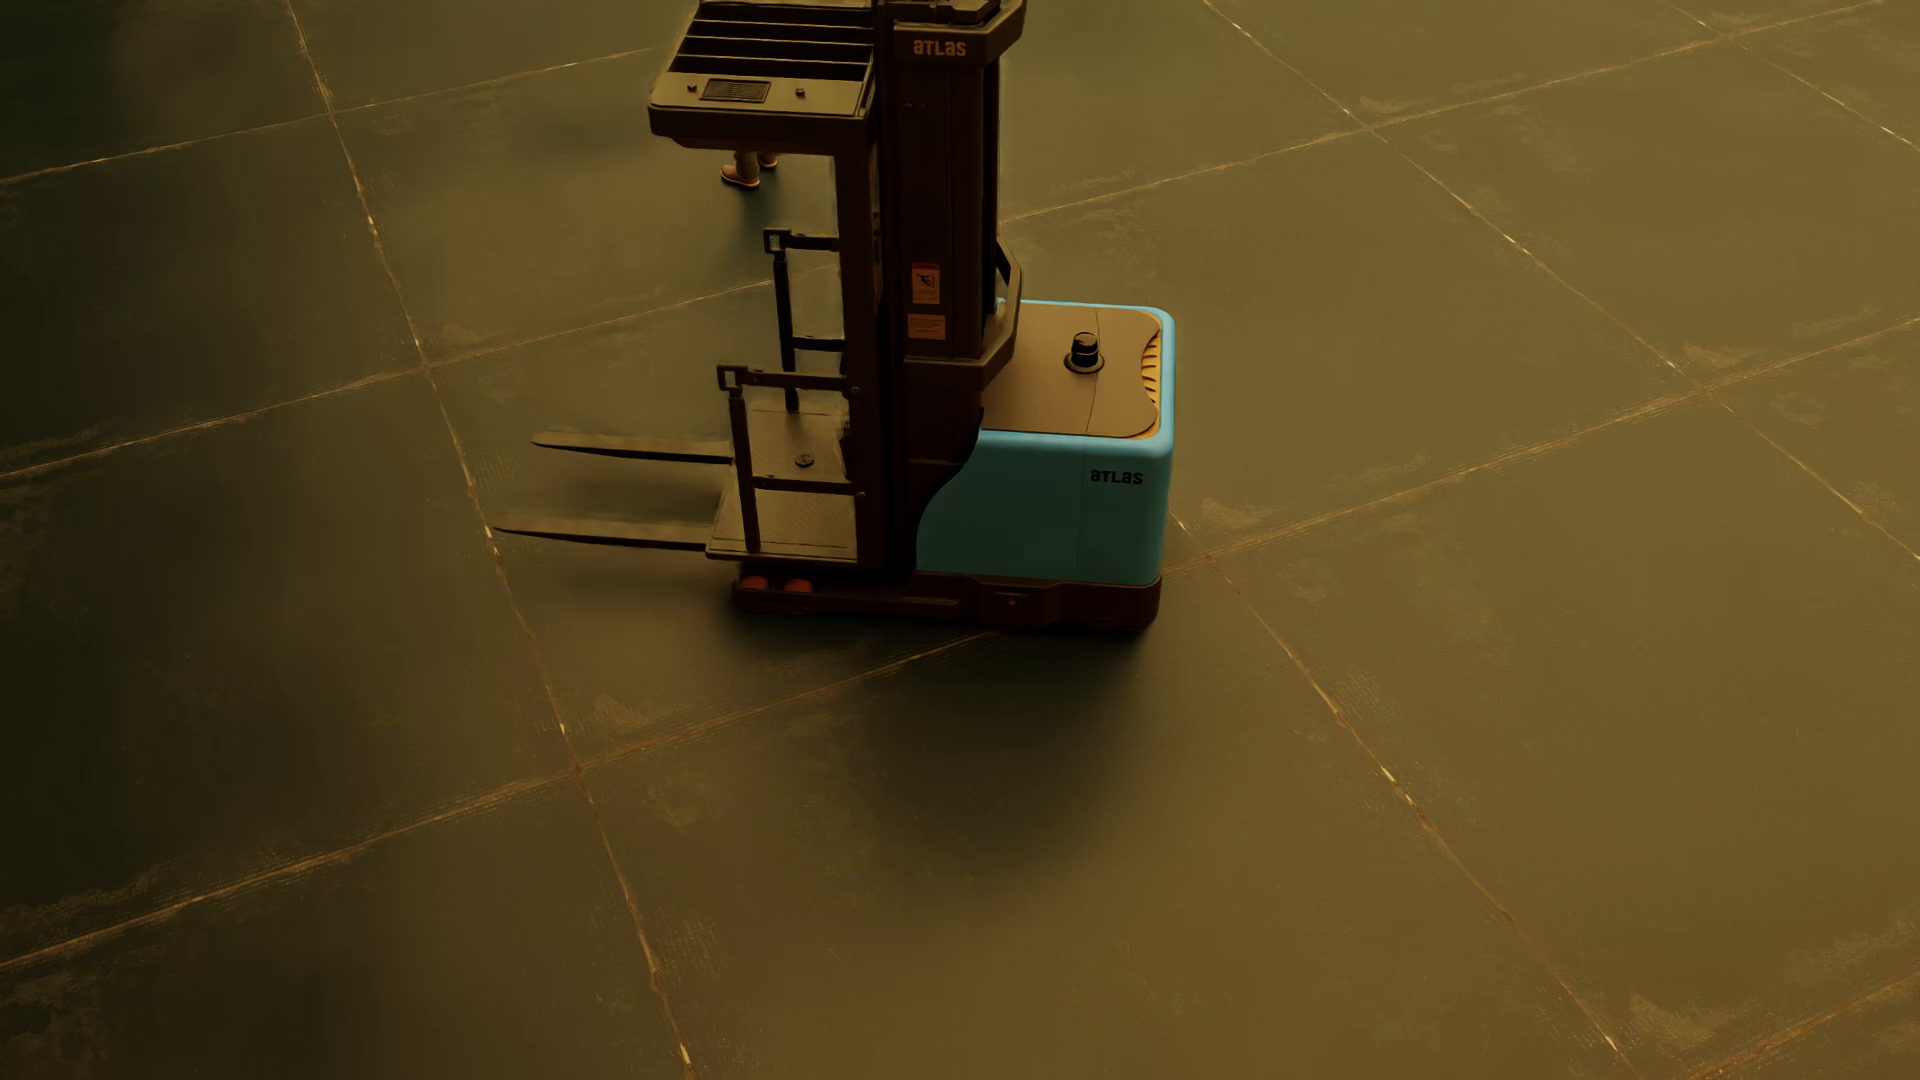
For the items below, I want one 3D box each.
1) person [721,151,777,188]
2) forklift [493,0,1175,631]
[{"bbox_3d":[-1.316,-2.826,9.633,0.569,1.654,0.504,-31,51,-29],"label":"person"},{"bbox_3d":[-0.589,-1.090,6.848,3.031,2.935,1.130,4,43,4],"label":"forklift"}]
